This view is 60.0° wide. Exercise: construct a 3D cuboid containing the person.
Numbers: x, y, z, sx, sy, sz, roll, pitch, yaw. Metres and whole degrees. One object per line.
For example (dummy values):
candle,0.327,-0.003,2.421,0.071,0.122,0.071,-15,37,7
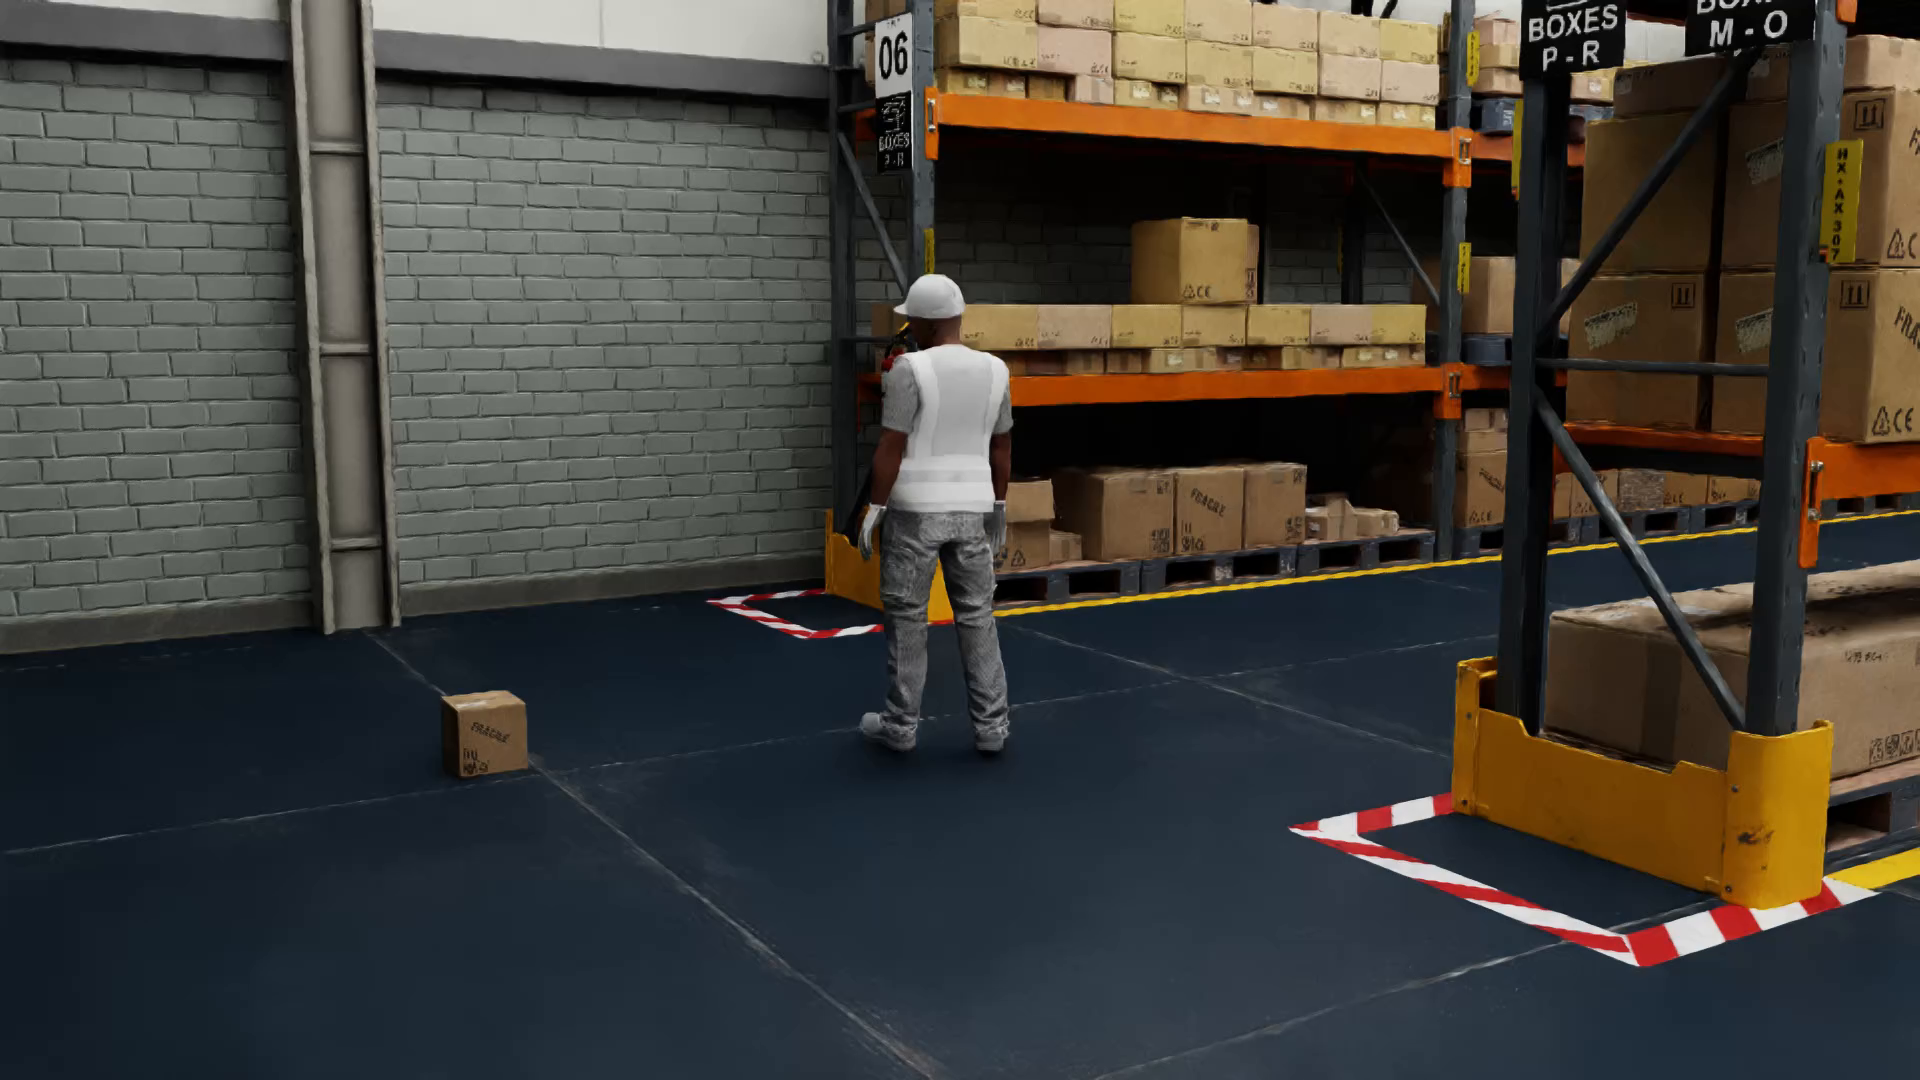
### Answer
person,-0.109,-0.101,6.266,0.640,1.784,0.511,-5,10,-33
